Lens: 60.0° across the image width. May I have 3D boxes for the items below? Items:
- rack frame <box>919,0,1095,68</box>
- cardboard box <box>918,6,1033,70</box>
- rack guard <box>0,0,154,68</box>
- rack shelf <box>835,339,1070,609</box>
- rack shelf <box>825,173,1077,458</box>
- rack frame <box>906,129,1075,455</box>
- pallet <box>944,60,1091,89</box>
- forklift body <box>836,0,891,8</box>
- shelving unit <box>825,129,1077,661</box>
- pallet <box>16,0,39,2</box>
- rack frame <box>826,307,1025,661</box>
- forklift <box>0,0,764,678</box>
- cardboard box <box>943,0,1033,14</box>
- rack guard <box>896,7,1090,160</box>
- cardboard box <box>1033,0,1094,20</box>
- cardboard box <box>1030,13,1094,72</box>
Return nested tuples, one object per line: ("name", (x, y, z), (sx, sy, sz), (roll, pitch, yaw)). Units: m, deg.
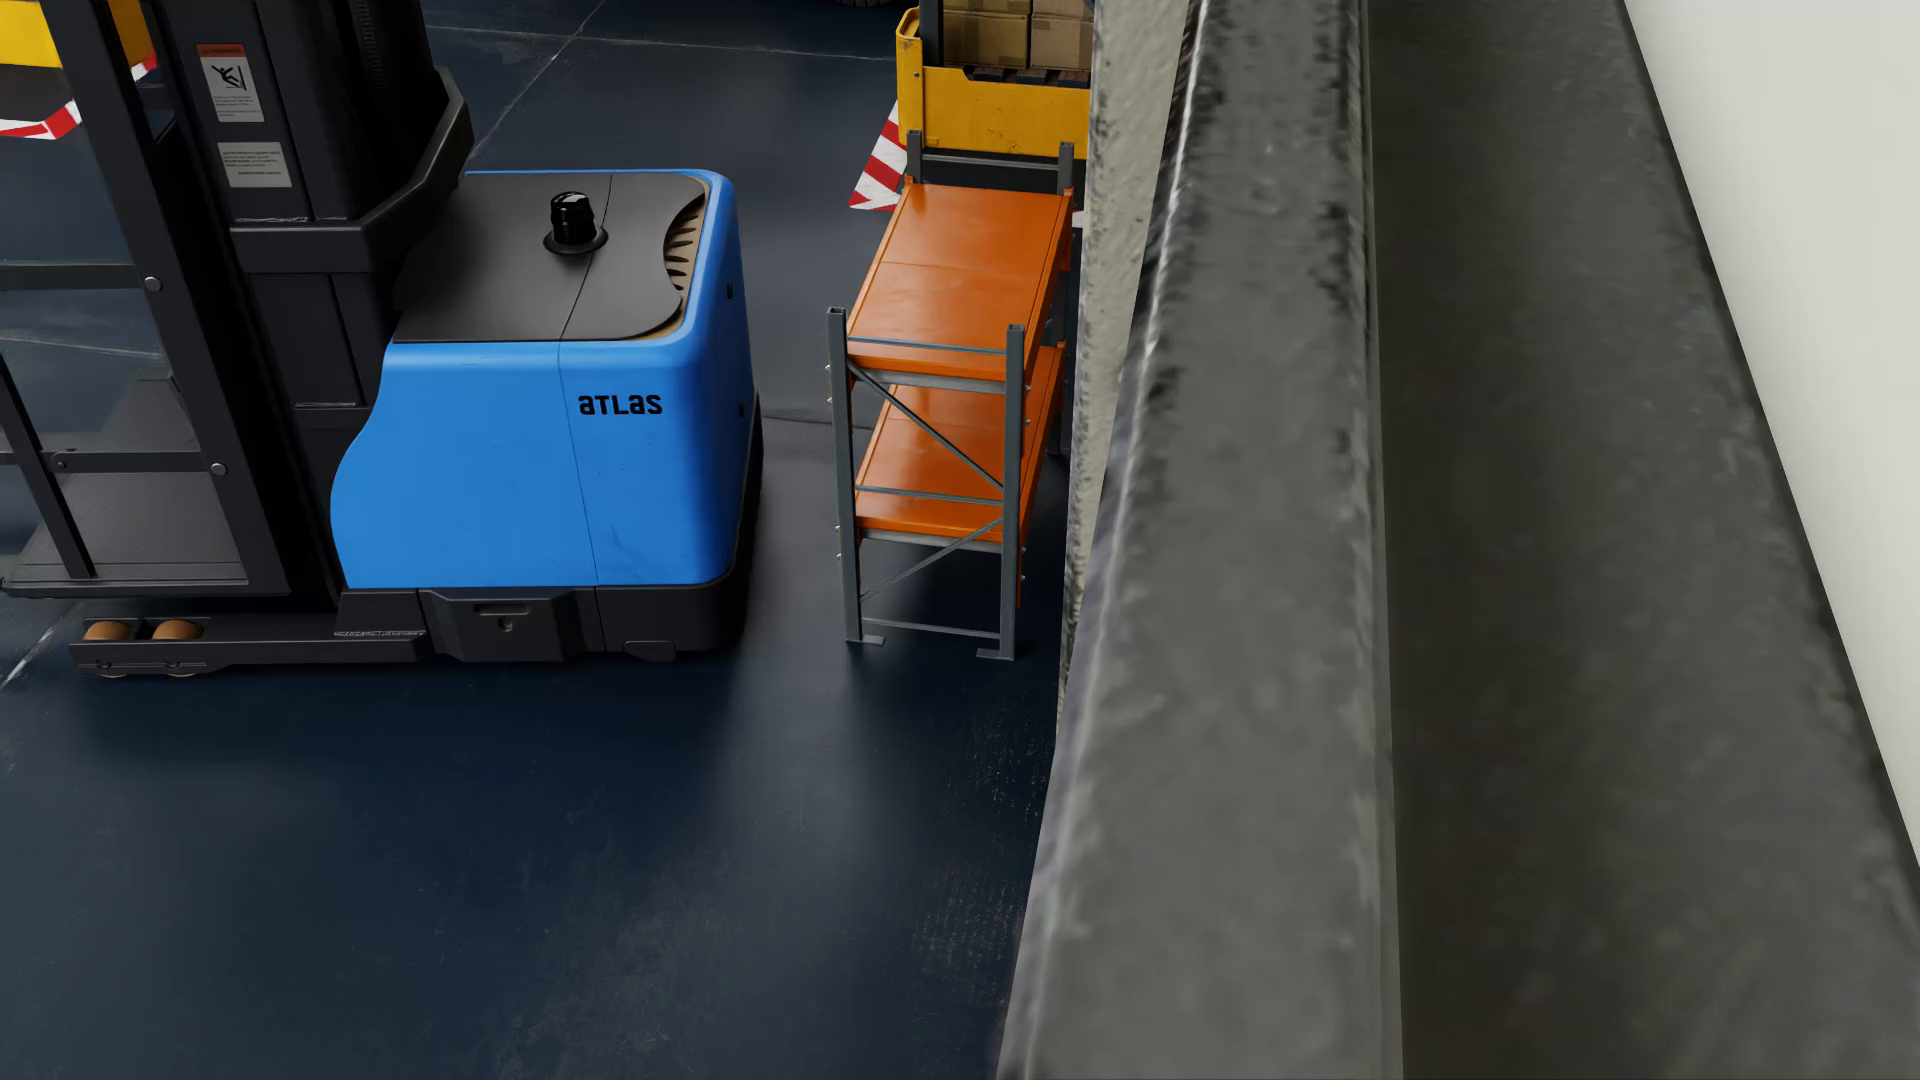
("rack frame", (0.327, -2.960, 6.476), (1.000, 3.000, 0.127), (6, 40, 8))
("cardboard box", (0.097, -2.391, 7.617), (0.500, 0.250, 0.500), (7, 40, 8))
("rack guard", (-4.550, -2.589, 7.989), (1.175, 0.500, 0.348), (6, 40, 8))
("rack shelf", (0.001, -0.249, 5.053), (0.538, 0.278, 1.000), (6, 40, 8))
("rack shelf", (0.001, -0.663, 4.710), (0.538, 0.278, 1.000), (6, 40, 8))
("rack frame", (0.089, -0.757, 5.283), (0.500, 1.125, 0.032), (6, 40, 8))
("pallet", (0.418, -2.370, 7.950), (1.003, 0.211, 1.213), (6, 40, 8))
("forklift body", (-1.142, -4.024, 8.429), (2.313, 2.155, 1.214), (6, 40, 8))
("shelving unit", (0.001, -0.438, 4.897), (0.538, 1.125, 1.048), (6, 40, 8))
("pallet", (-4.374, -2.984, 8.693), (1.003, 0.211, 1.213), (6, 40, 8))
("rack frame", (-0.087, -0.119, 4.511), (0.500, 1.125, 0.032), (6, 40, 8))
("forklift", (-2.154, -1.076, 4.251), (3.031, 2.935, 1.130), (-1, 40, -1))
("cardboard box", (0.103, -2.594, 7.470), (0.500, 0.250, 0.500), (6, 40, 7))
("rack guard", (0.323, -1.981, 7.254), (1.175, 0.500, 0.348), (6, 40, 8))
("cardboard box", (0.613, -2.527, 7.388), (0.500, 0.250, 0.500), (7, 40, 8))
("cardboard box", (0.604, -2.348, 7.565), (0.500, 0.250, 0.500), (7, 40, 8))
